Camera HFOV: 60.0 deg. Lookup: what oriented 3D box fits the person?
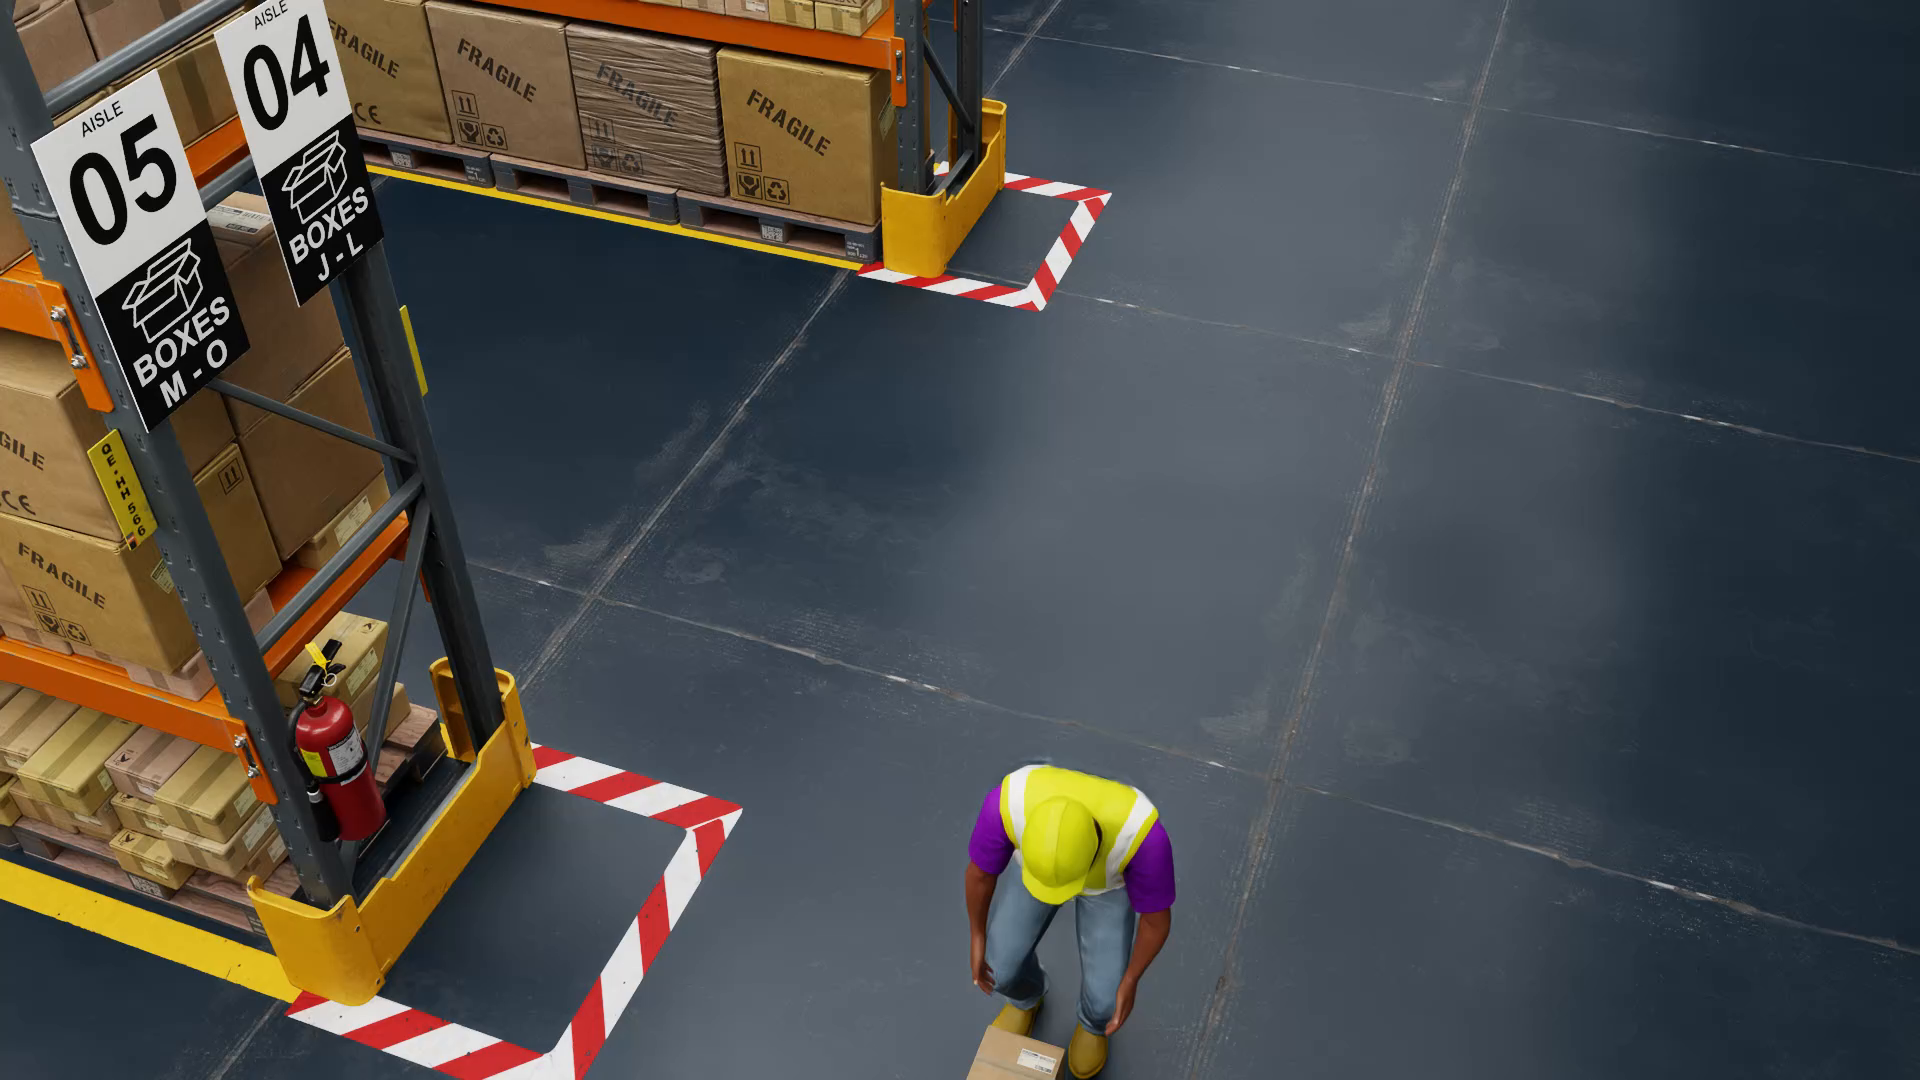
[{"bbox_3d":[0.347,1.125,5.090,0.630,1.462,0.727,14,43,15],"label":"person"}]
